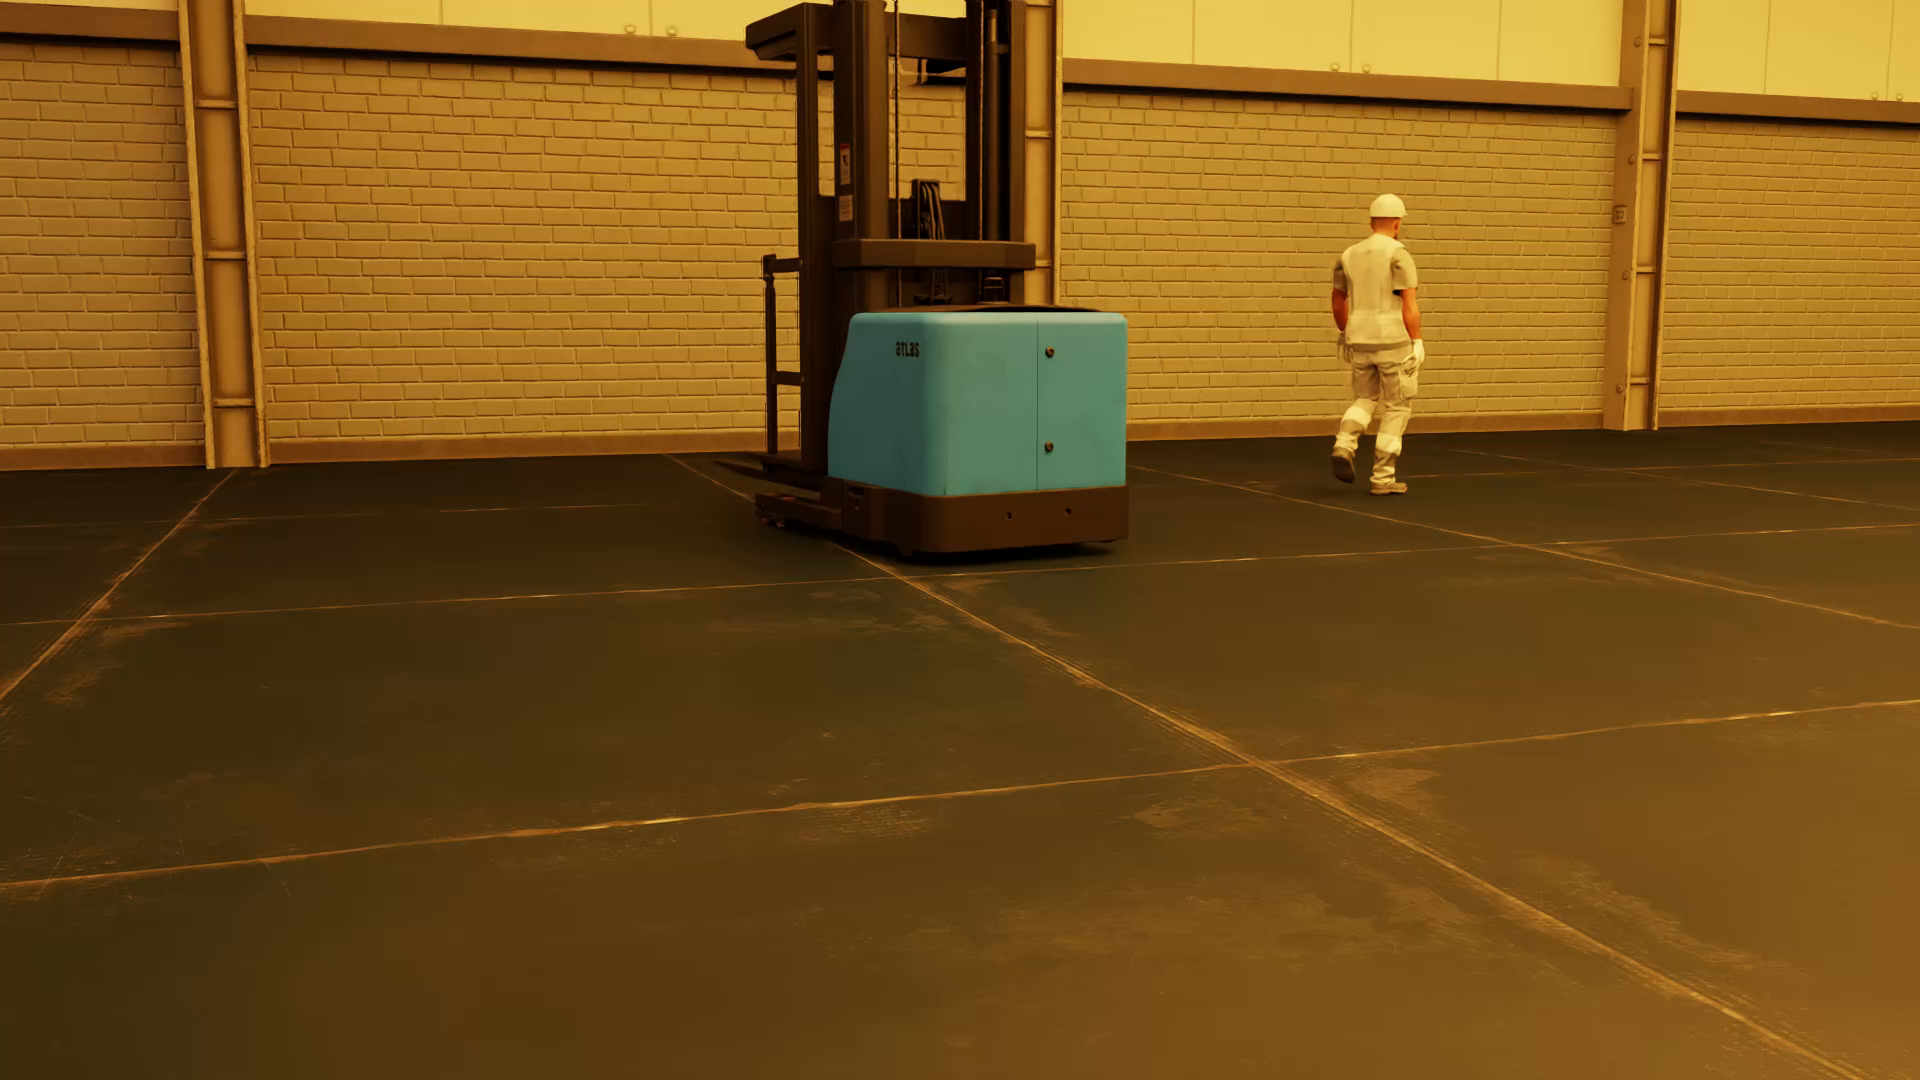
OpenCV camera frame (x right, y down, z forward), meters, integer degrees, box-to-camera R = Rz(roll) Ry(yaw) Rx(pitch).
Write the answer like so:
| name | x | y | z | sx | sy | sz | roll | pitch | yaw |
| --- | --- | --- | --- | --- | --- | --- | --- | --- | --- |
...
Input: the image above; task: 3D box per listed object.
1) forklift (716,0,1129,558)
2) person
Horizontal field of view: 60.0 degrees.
| name | x | y | z | sx | sy | sz | roll | pitch | yaw |
| --- | --- | --- | --- | --- | --- | --- | --- | --- | --- |
| forklift | -0.393 | -1.534 | 8.327 | 1.130 | 2.935 | 3.031 | -4 | 9 | -29 |
| person | 2.495 | -1.157 | 9.883 | 0.485 | 1.766 | 0.735 | -7 | 10 | -41 |
